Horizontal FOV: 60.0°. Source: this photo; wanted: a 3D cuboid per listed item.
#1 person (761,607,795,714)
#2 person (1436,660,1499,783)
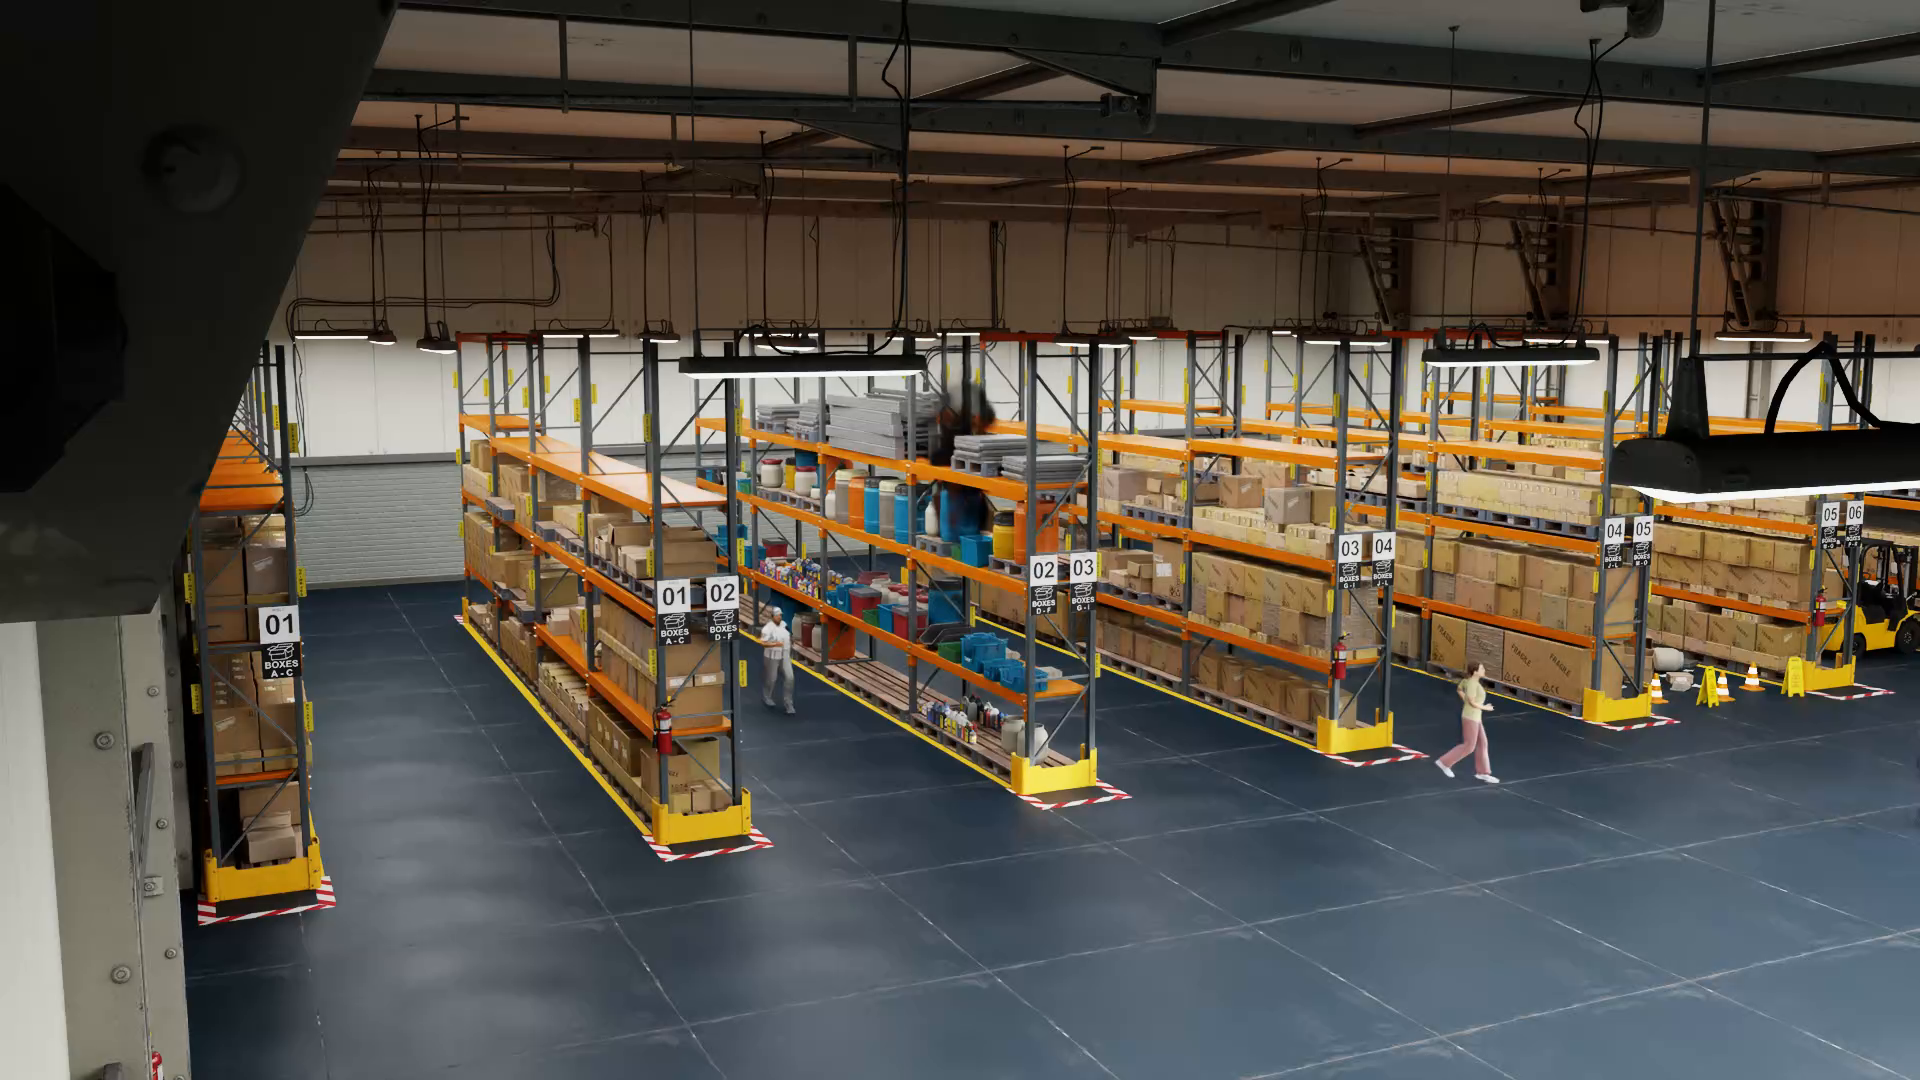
[{"bbox_3d":[-2.949,1.925,26.718,0.588,1.730,0.774,-5,9,-31],"label":"person"},{"bbox_3d":[6.939,2.462,22.658,0.845,1.687,0.597,2,8,14],"label":"person"}]
